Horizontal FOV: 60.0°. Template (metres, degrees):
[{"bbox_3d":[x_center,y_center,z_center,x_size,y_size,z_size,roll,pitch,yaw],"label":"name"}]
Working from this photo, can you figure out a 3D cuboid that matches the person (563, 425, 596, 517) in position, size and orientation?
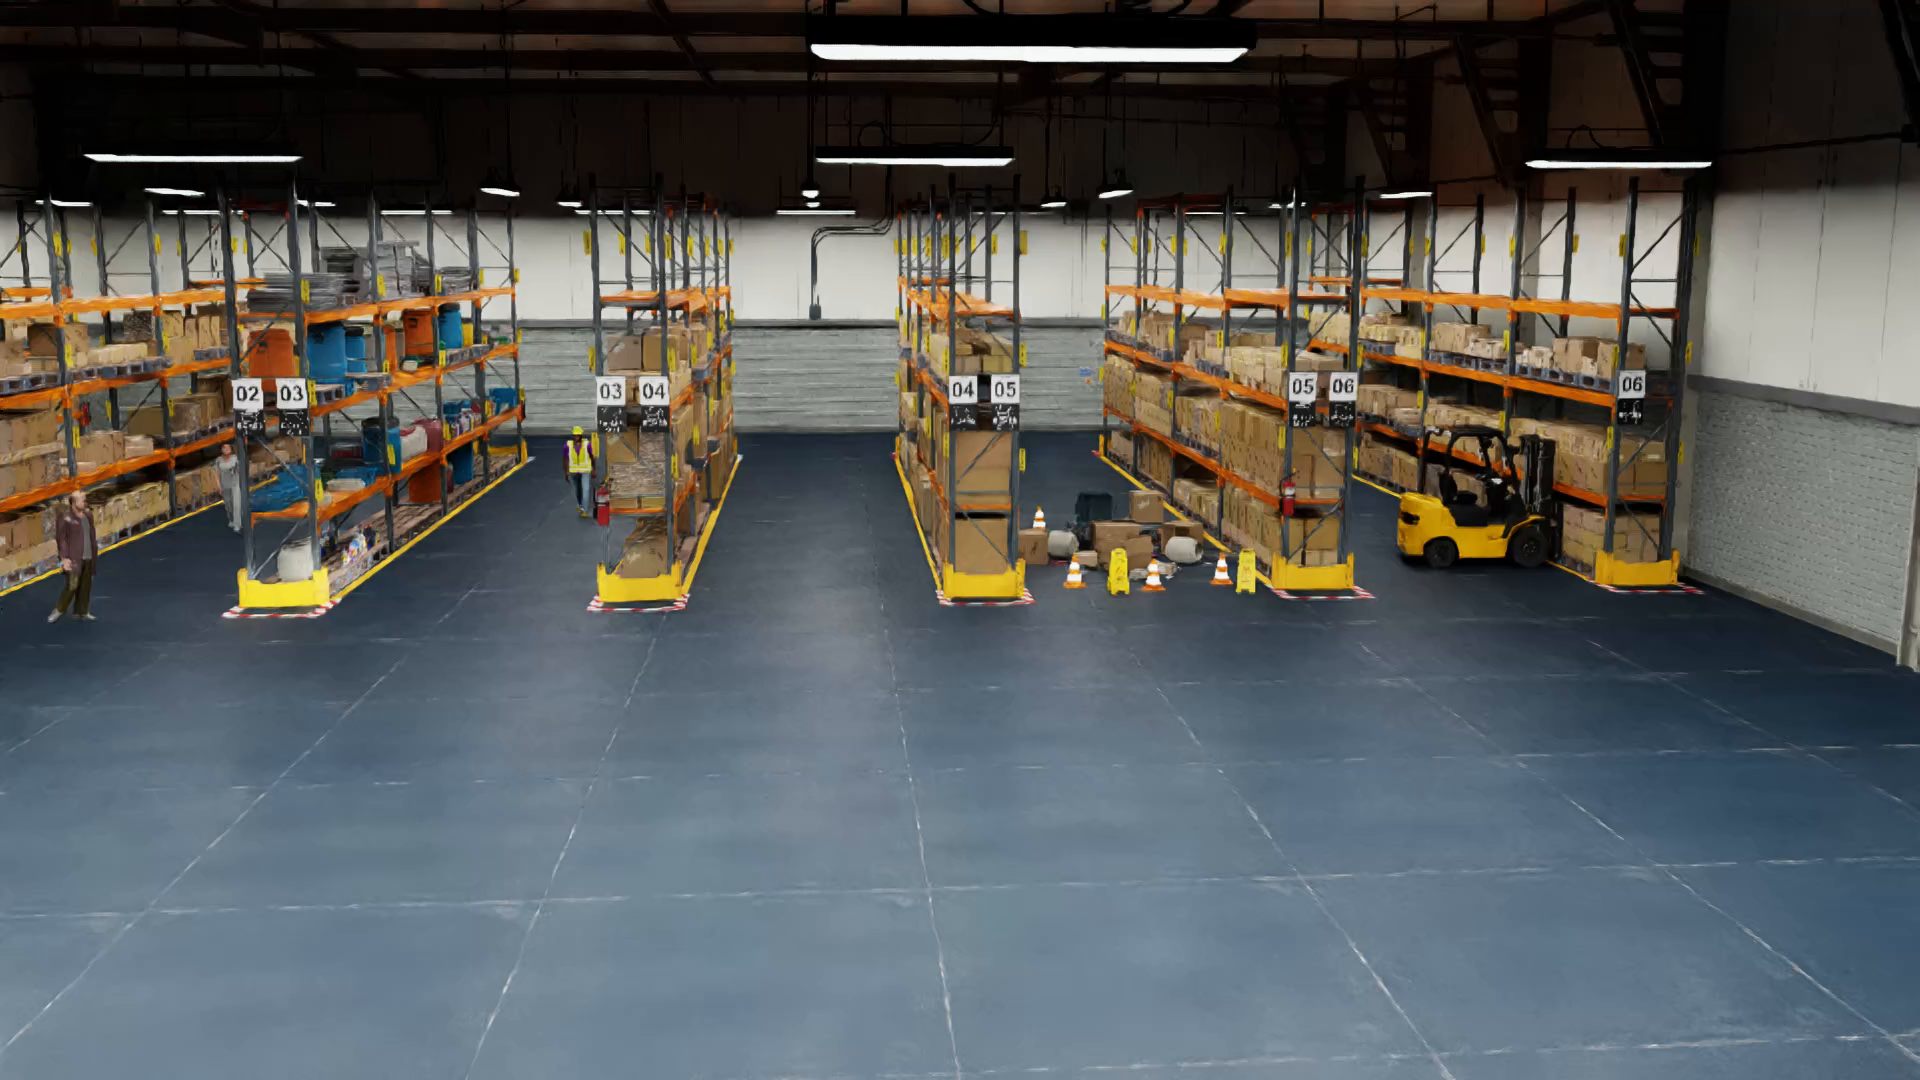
[{"bbox_3d":[-7.148,-1.308,31.182,0.577,1.691,1.121,0,10,-3],"label":"person"}]

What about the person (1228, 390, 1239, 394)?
[{"bbox_3d":[7.049,-3.370,42.762,0.708,1.762,0.586,-6,12,-32],"label":"person"}]

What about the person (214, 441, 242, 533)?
[{"bbox_3d":[-12.927,-0.955,29.408,0.444,1.604,1.018,-2,10,-13],"label":"person"}]

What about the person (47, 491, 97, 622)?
[{"bbox_3d":[-11.867,0.228,22.246,0.462,1.770,0.759,4,11,23],"label":"person"}]
